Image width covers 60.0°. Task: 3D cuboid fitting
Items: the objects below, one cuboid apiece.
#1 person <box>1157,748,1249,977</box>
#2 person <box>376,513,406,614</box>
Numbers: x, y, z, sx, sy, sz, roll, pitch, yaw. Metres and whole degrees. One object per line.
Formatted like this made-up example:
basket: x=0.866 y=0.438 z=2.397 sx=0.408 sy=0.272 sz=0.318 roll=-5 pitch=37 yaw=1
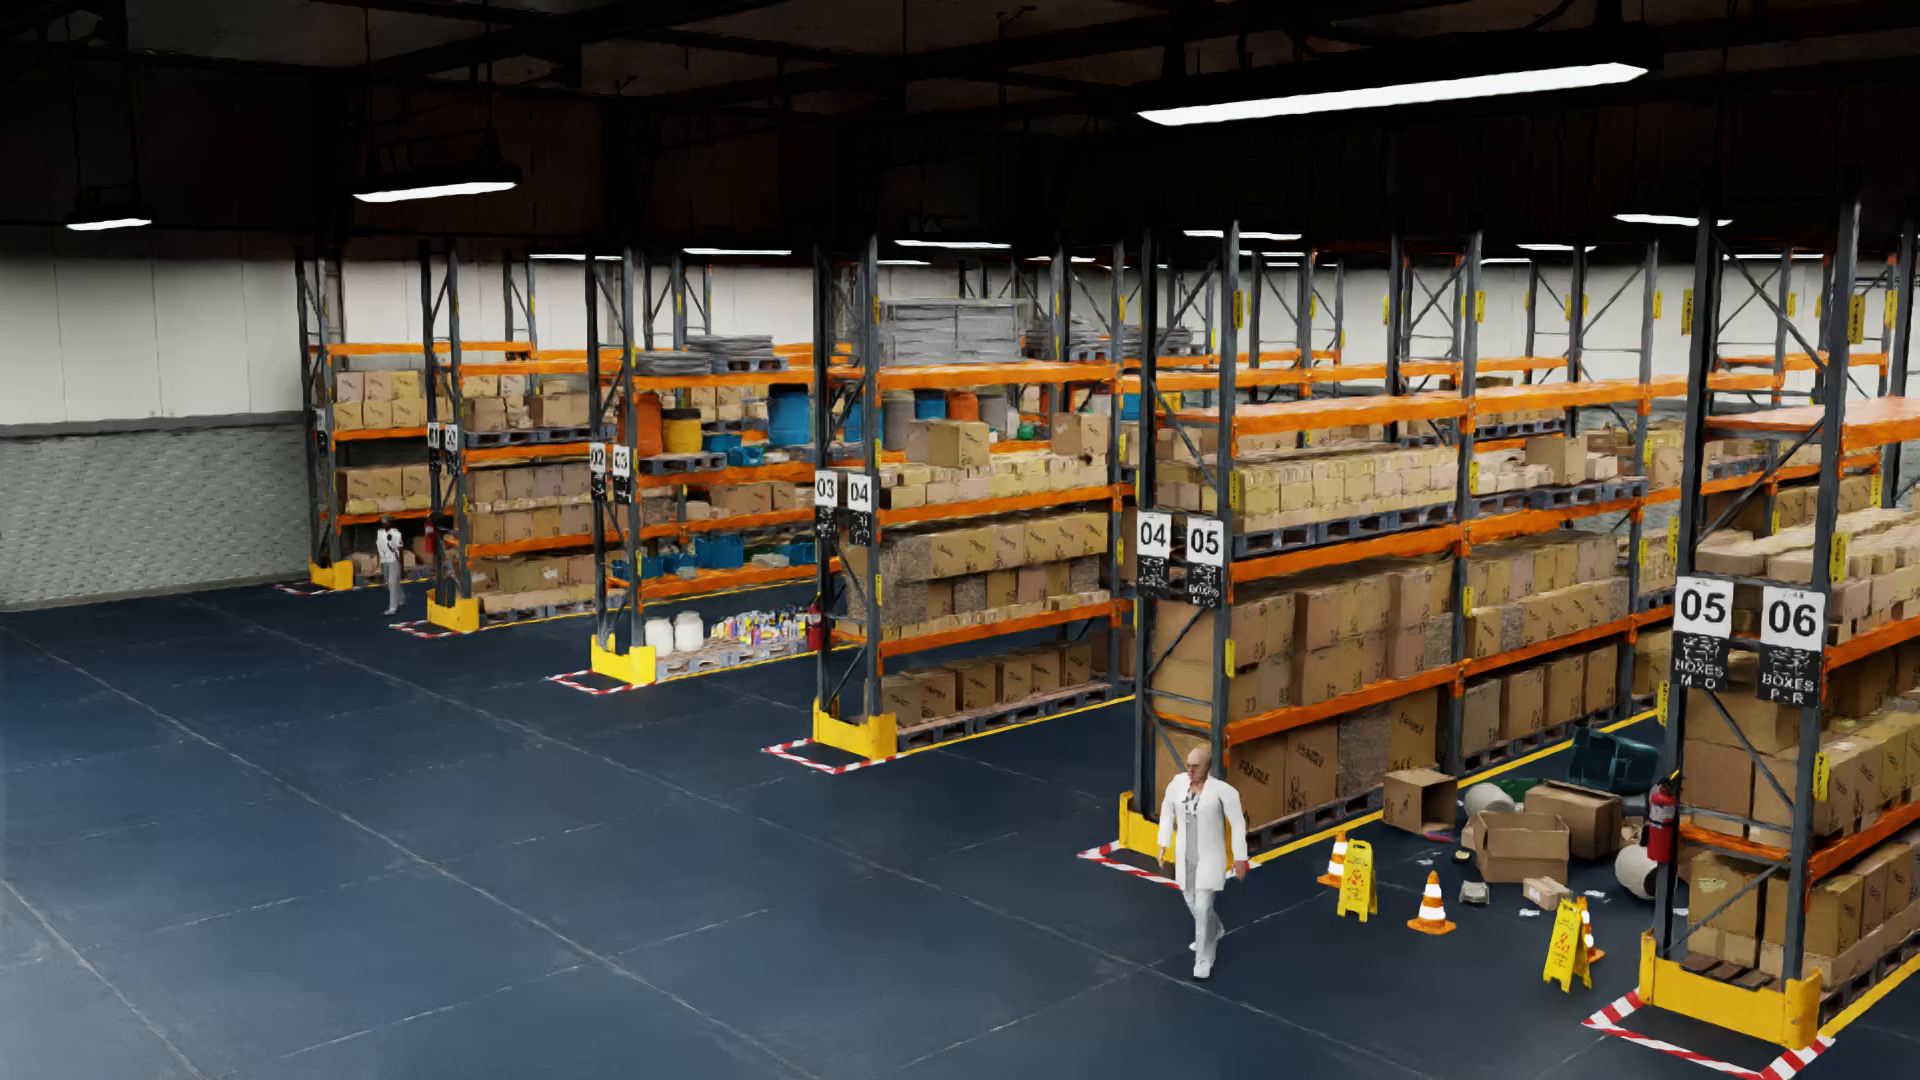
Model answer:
person: x=1.930 y=2.429 z=12.913 sx=0.729 sy=1.753 sz=0.765 roll=7 pitch=11 yaw=39
person: x=-9.331 y=0.360 z=27.236 sx=0.553 sy=1.646 sz=0.915 roll=3 pitch=9 yaw=20
